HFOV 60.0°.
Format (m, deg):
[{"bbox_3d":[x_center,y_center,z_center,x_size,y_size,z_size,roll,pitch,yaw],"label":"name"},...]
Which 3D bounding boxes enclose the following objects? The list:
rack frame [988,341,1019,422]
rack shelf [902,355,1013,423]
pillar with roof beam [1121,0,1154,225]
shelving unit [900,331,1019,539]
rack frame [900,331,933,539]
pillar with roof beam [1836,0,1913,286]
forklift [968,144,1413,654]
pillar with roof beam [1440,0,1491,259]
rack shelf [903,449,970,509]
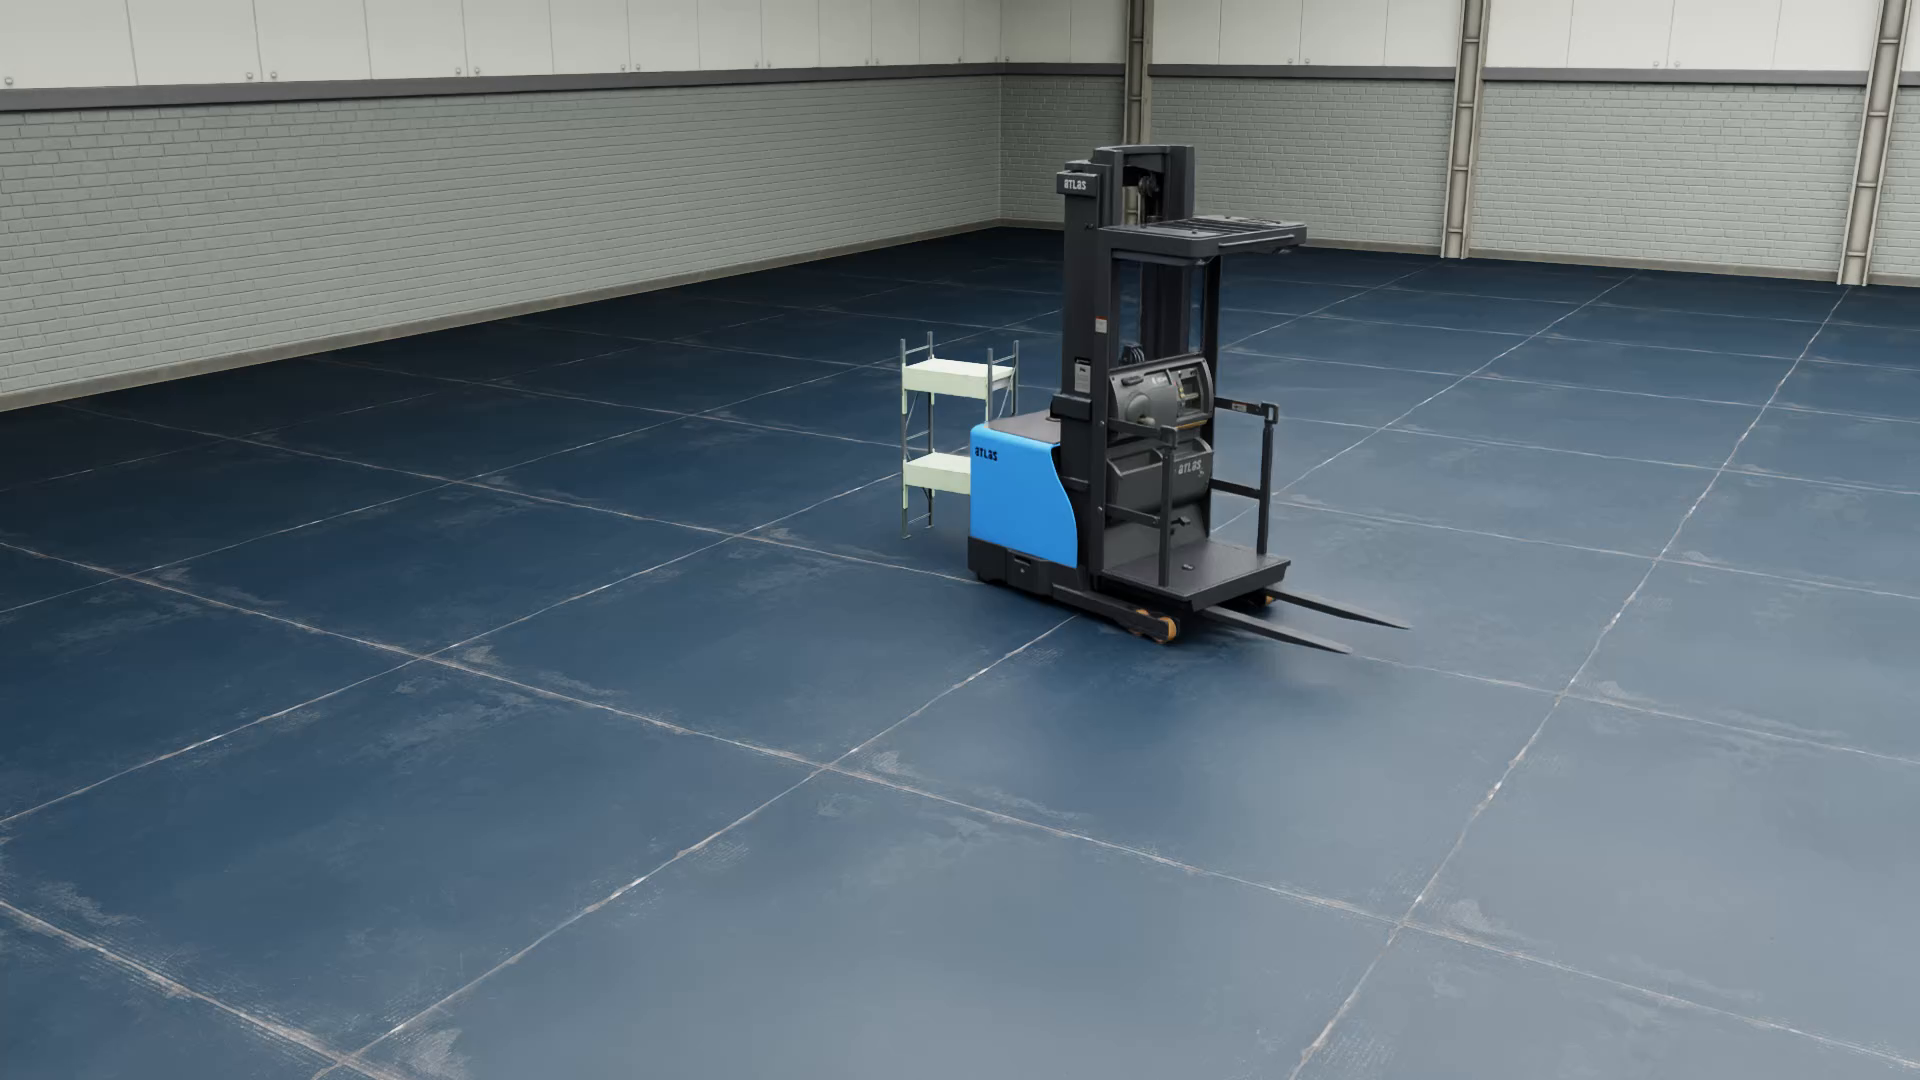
[{"bbox_3d":[0.306,-0.663,11.983,0.023,1.500,0.400,10,20,30],"label":"rack frame"},{"bbox_3d":[-0.006,-1.092,12.053,0.720,0.370,0.431,10,20,30],"label":"rack shelf"},{"bbox_3d":[0.998,-8.935,26.313,0.400,9.000,9.100,10,20,30],"label":"pillar with roof beam"},{"bbox_3d":[-0.006,-0.719,12.167,0.755,1.500,0.431,10,20,30],"label":"shelving unit"},{"bbox_3d":[-0.318,-0.774,12.350,0.023,1.500,0.400,10,20,30],"label":"rack frame"},{"bbox_3d":[11.224,-7.110,20.304,0.400,9.000,9.100,10,20,30],"label":"pillar with roof beam"},{"bbox_3d":[1.427,-0.930,10.399,1.130,2.935,3.031,-15,23,-41],"label":"forklift"},{"bbox_3d":[6.111,-8.022,23.308,0.400,9.000,9.100,10,20,30],"label":"pillar with roof beam"},{"bbox_3d":[-0.006,-0.407,12.261,0.720,0.370,0.431,10,20,30],"label":"rack shelf"}]
